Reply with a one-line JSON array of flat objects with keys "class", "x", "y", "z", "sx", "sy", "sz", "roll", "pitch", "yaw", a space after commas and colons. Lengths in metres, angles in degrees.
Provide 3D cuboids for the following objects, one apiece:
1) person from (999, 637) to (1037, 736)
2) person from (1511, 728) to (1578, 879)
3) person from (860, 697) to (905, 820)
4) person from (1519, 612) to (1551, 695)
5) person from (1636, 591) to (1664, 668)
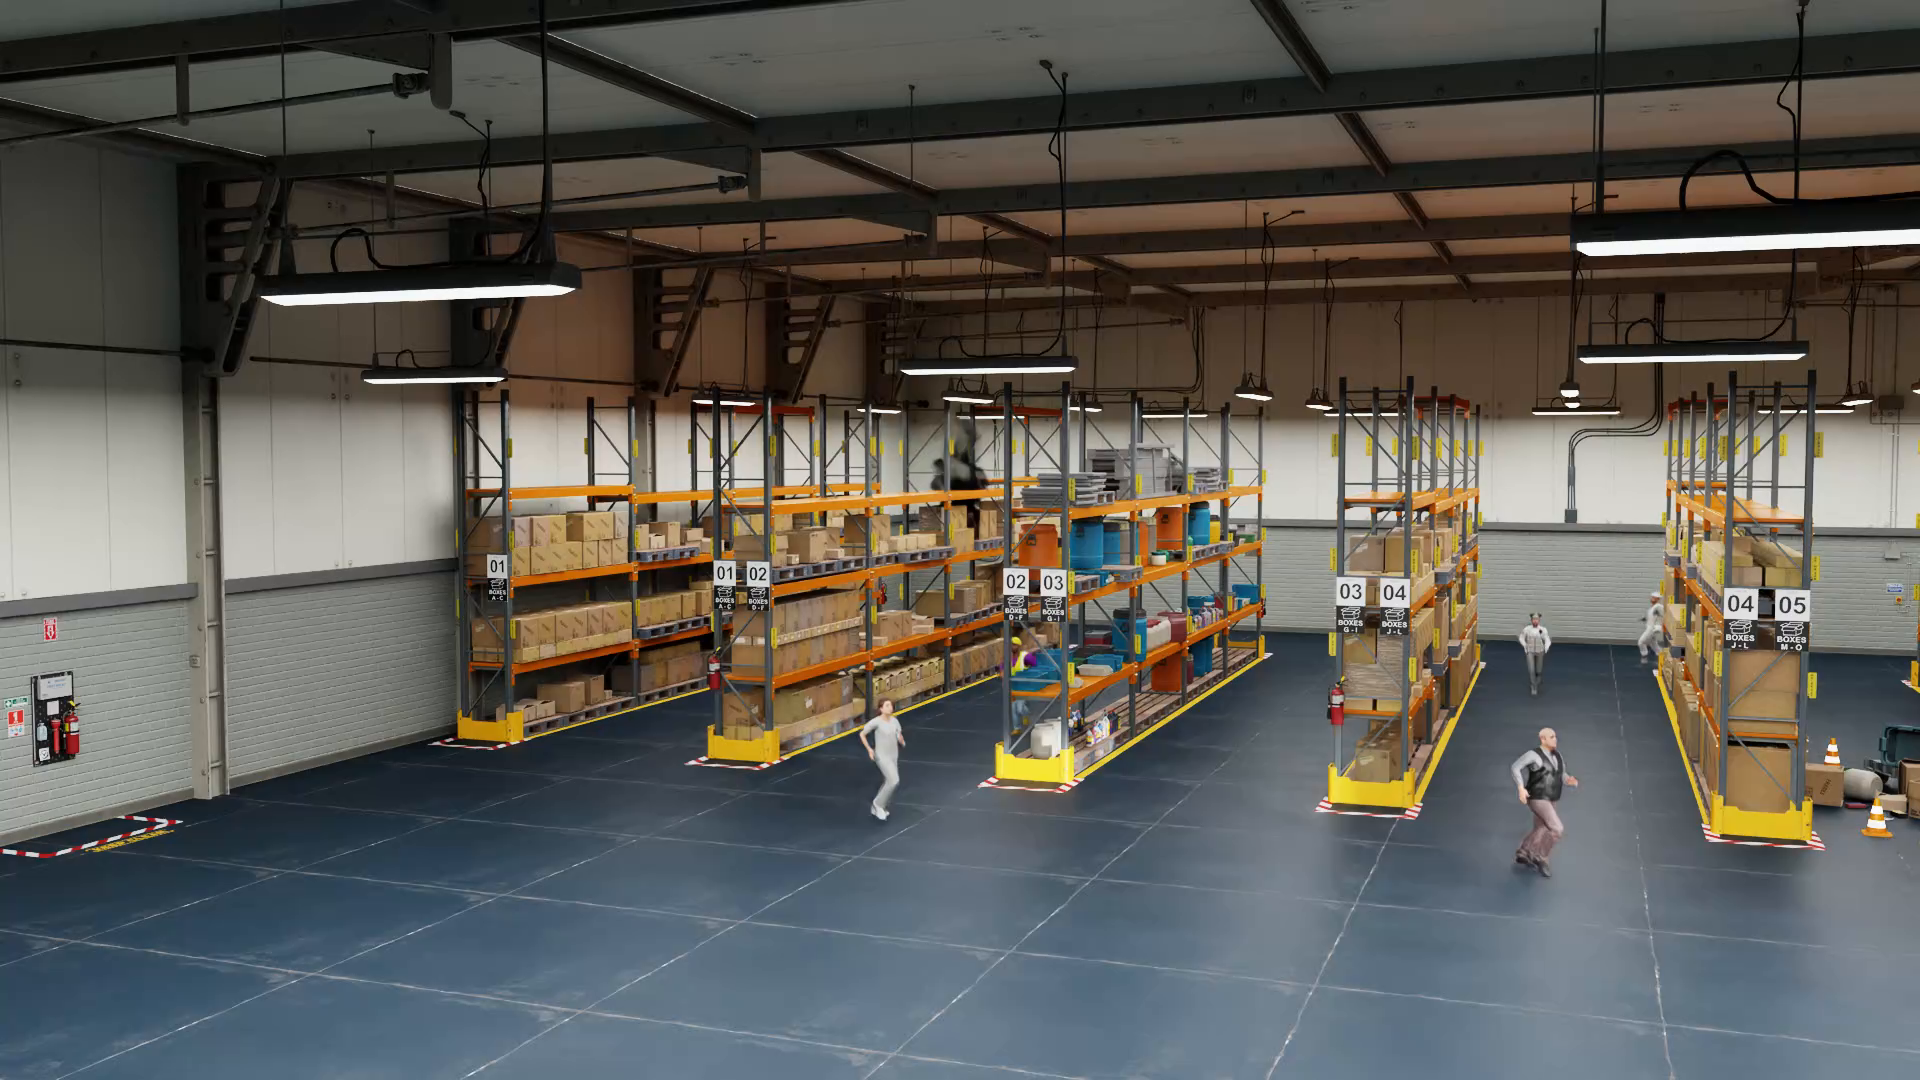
[{"class": "person", "x": 1.021, "y": 2.550, "z": 29.006, "sx": 0.721, "sy": 1.726, "sz": 0.654, "roll": 1, "pitch": 3, "yaw": 24}, {"class": "person", "x": 6.849, "y": 3.075, "z": 19.477, "sx": 0.620, "sy": 1.747, "sz": 0.811, "roll": -2, "pitch": 4, "yaw": -38}, {"class": "person", "x": -0.977, "y": 2.933, "z": 22.319, "sx": 0.643, "sy": 1.639, "sz": 0.546, "roll": 3, "pitch": 4, "yaw": 44}, {"class": "person", "x": 11.773, "y": 2.309, "z": 34.077, "sx": 0.618, "sy": 1.673, "sz": 0.655, "roll": 1, "pitch": 3, "yaw": 19}, {"class": "person", "x": 15.764, "y": 2.050, "z": 37.794, "sx": 0.673, "sy": 1.789, "sz": 0.699, "roll": 1, "pitch": 3, "yaw": 11}]
